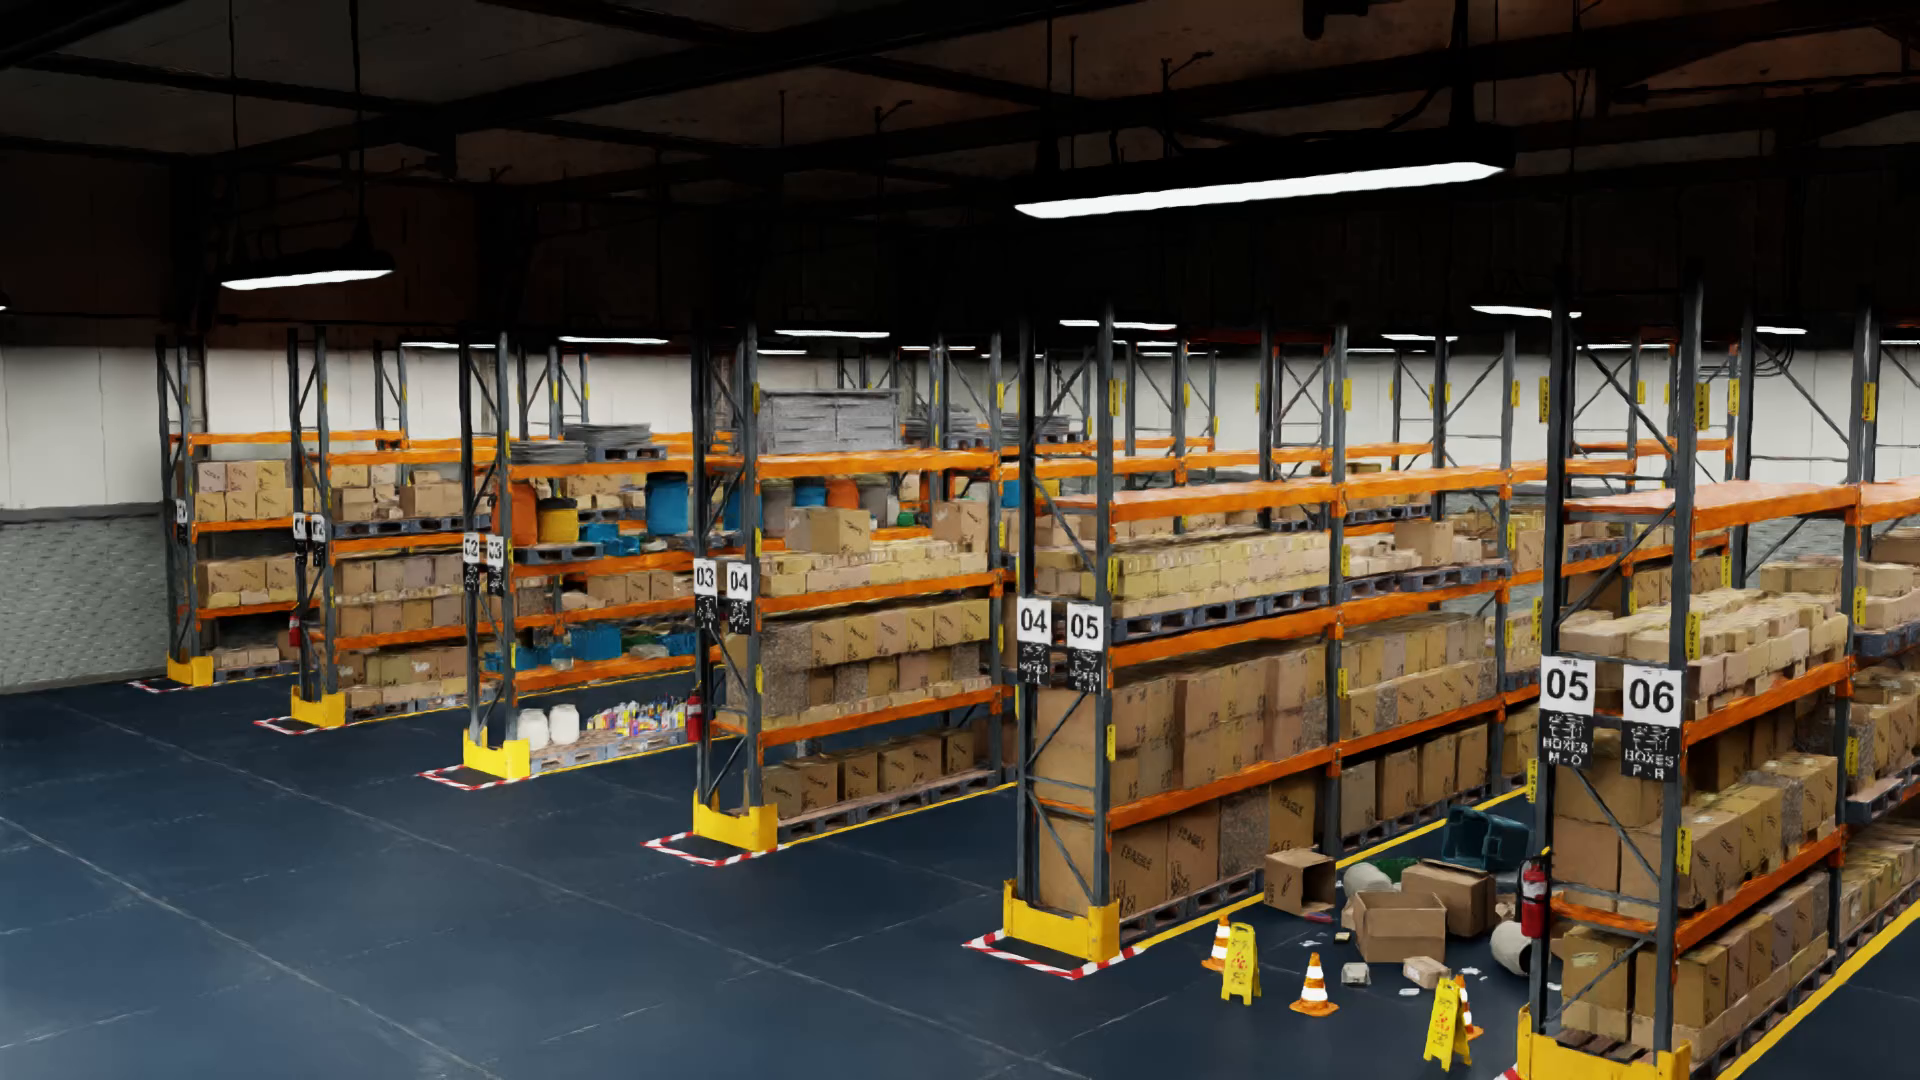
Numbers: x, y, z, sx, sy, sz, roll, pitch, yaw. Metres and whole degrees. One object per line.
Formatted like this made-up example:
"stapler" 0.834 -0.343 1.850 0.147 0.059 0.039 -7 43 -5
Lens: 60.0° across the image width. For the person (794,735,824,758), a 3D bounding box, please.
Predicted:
"person" -1.953 2.242 21.506 0.665 1.782 0.584 -2 6 -19
